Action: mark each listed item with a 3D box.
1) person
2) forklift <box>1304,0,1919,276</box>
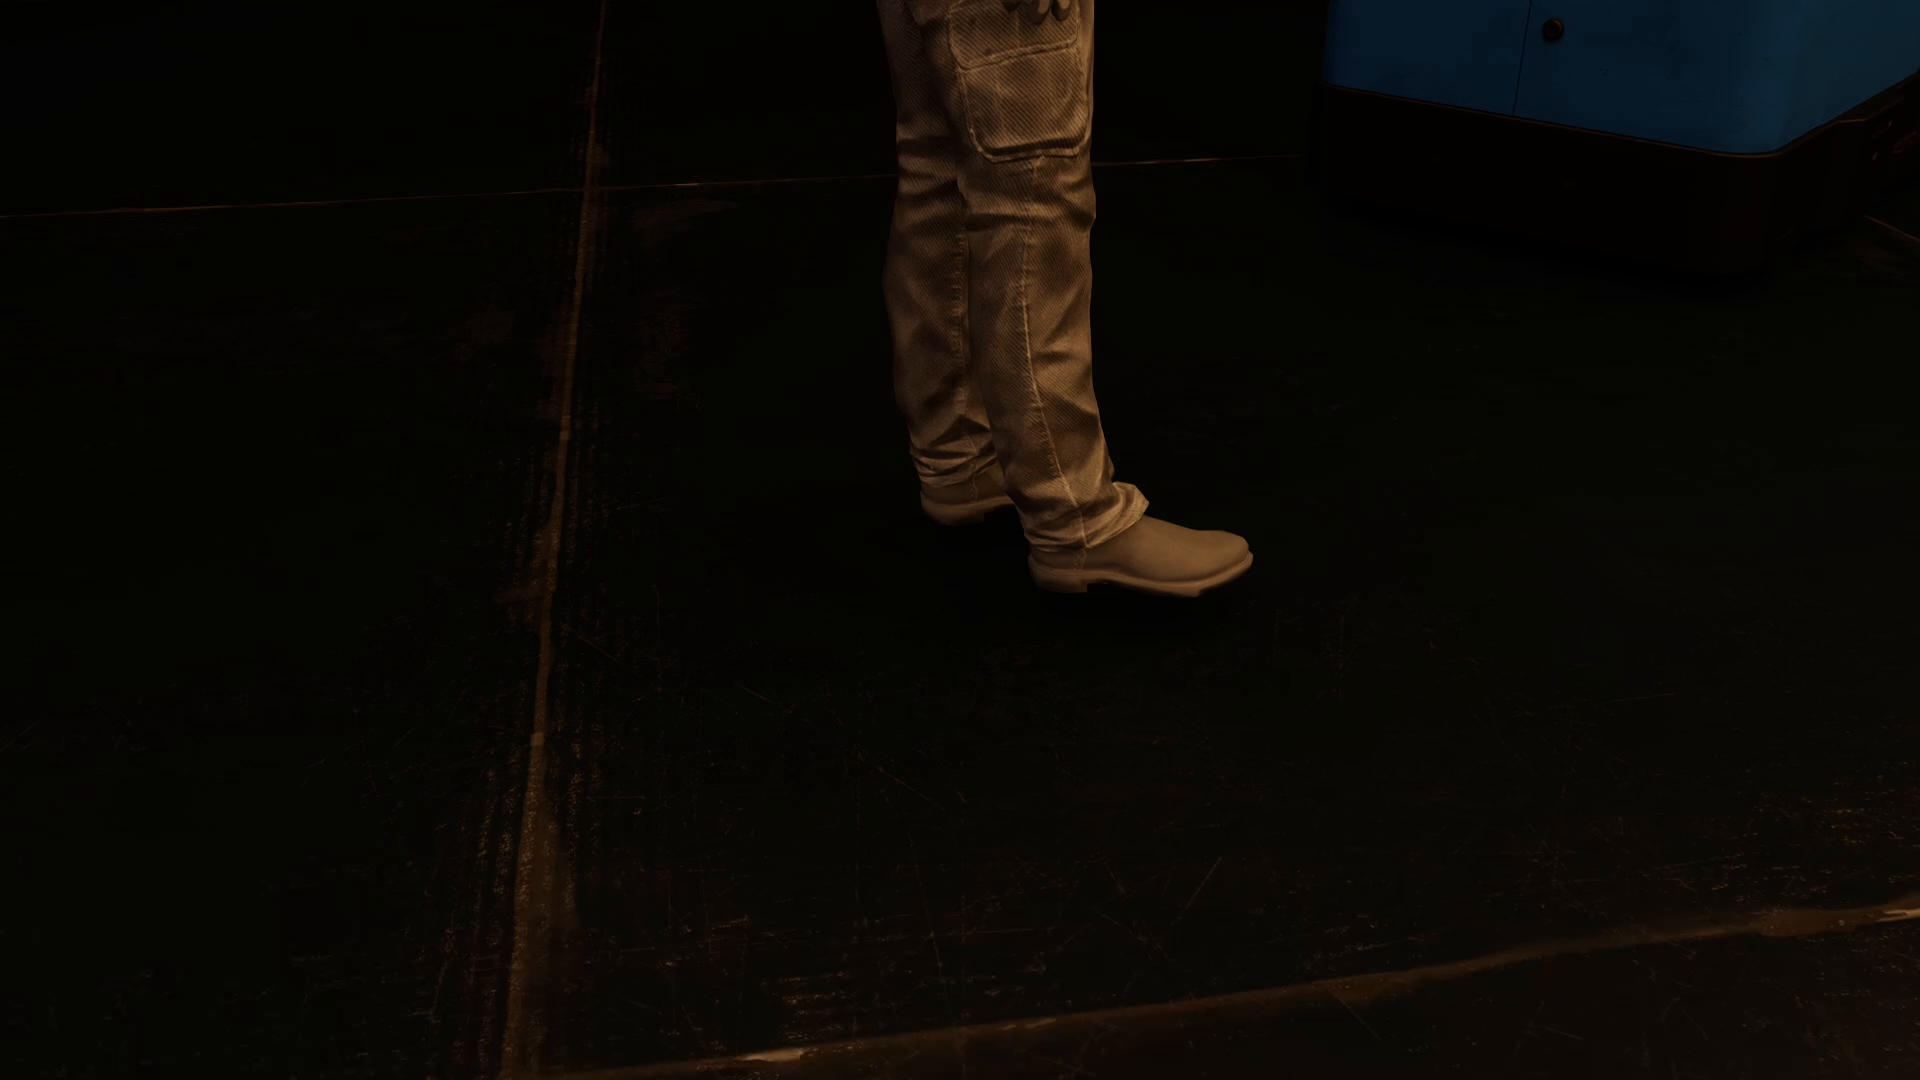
[{"bbox_3d":[0.073,-0.831,2.064,0.575,1.784,0.656,-5,28,-9],"label":"person"},{"bbox_3d":[2.177,-2.440,3.972,1.130,2.935,3.031,23,35,36],"label":"forklift"}]
